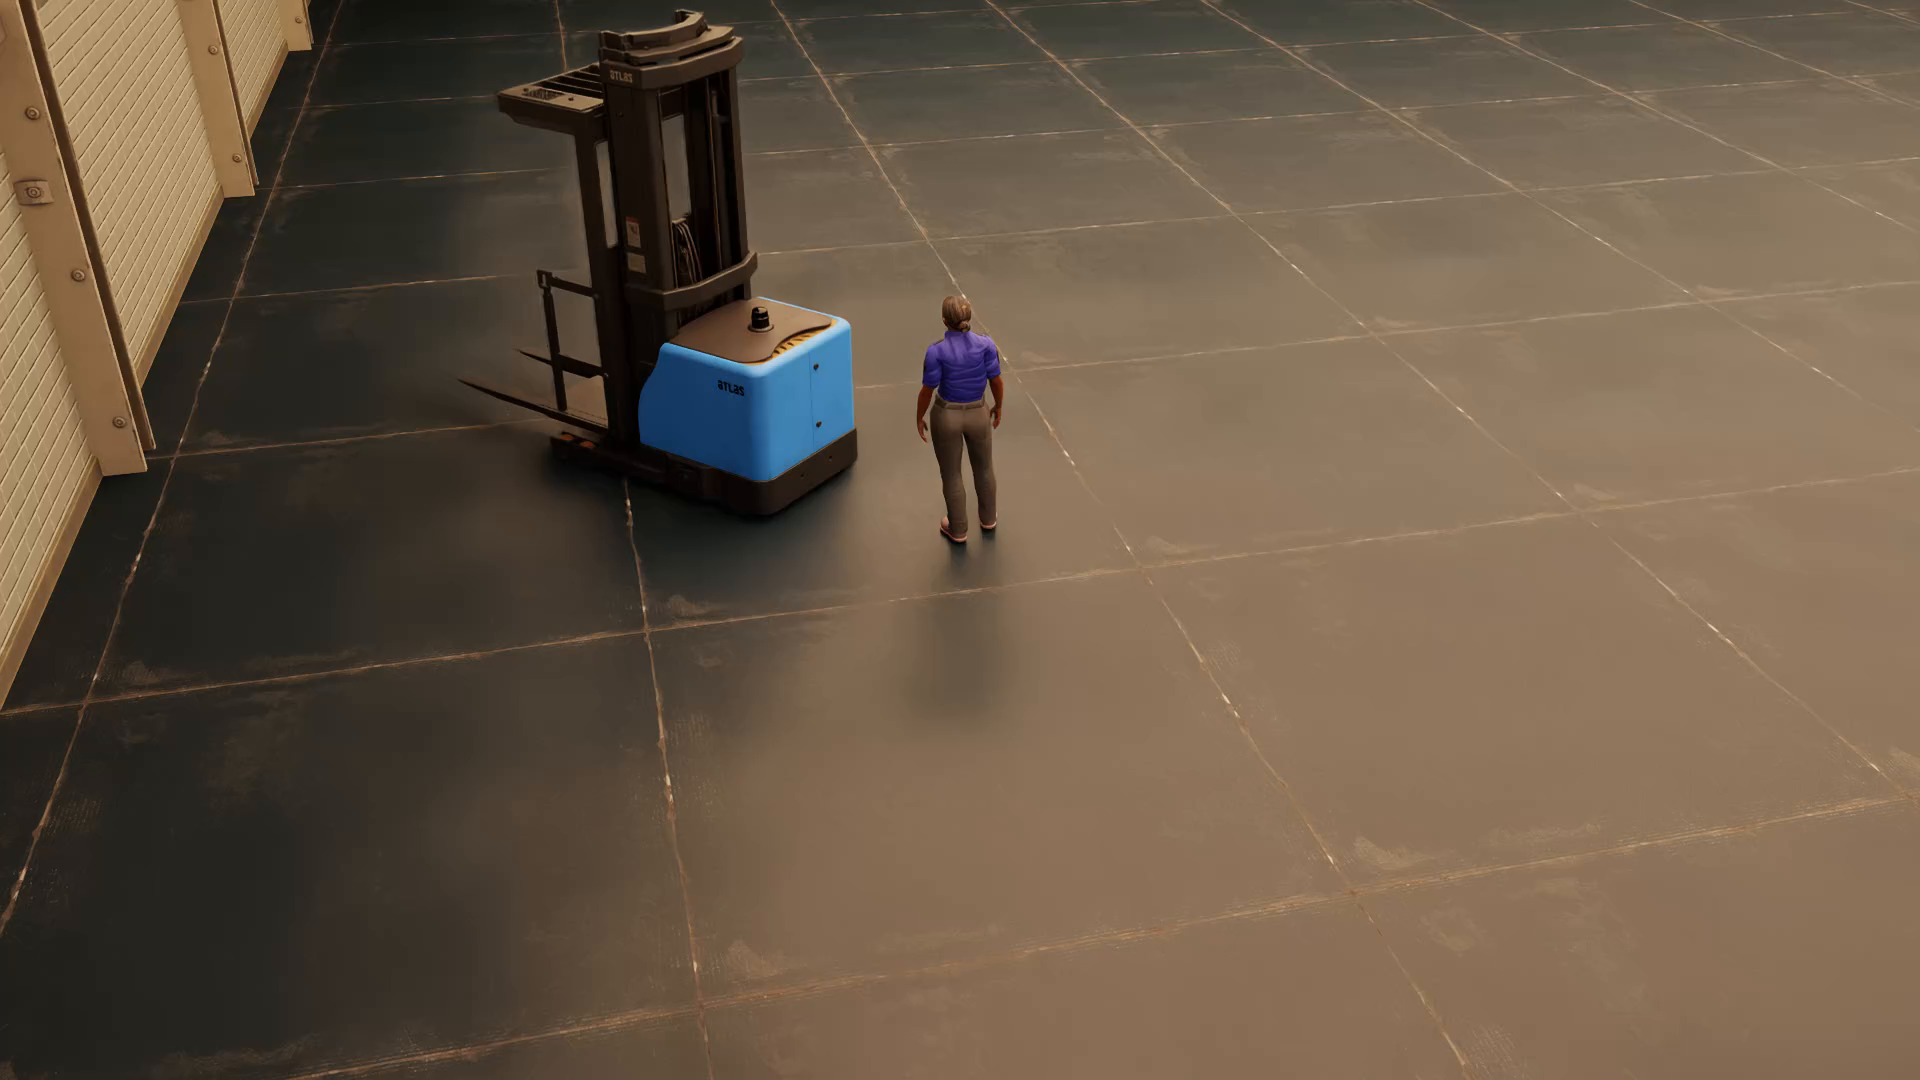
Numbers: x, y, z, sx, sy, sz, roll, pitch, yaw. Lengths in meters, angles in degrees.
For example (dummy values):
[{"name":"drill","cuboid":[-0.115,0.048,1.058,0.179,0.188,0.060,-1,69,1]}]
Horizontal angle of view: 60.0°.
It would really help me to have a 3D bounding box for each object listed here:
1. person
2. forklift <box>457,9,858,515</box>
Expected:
[{"name":"person","cuboid":[-0.001,-0.768,10.160,0.569,1.656,0.503,-7,31,-12]},{"name":"forklift","cuboid":[-2.211,-1.979,10.994,3.031,2.935,1.130,18,35,28]}]
